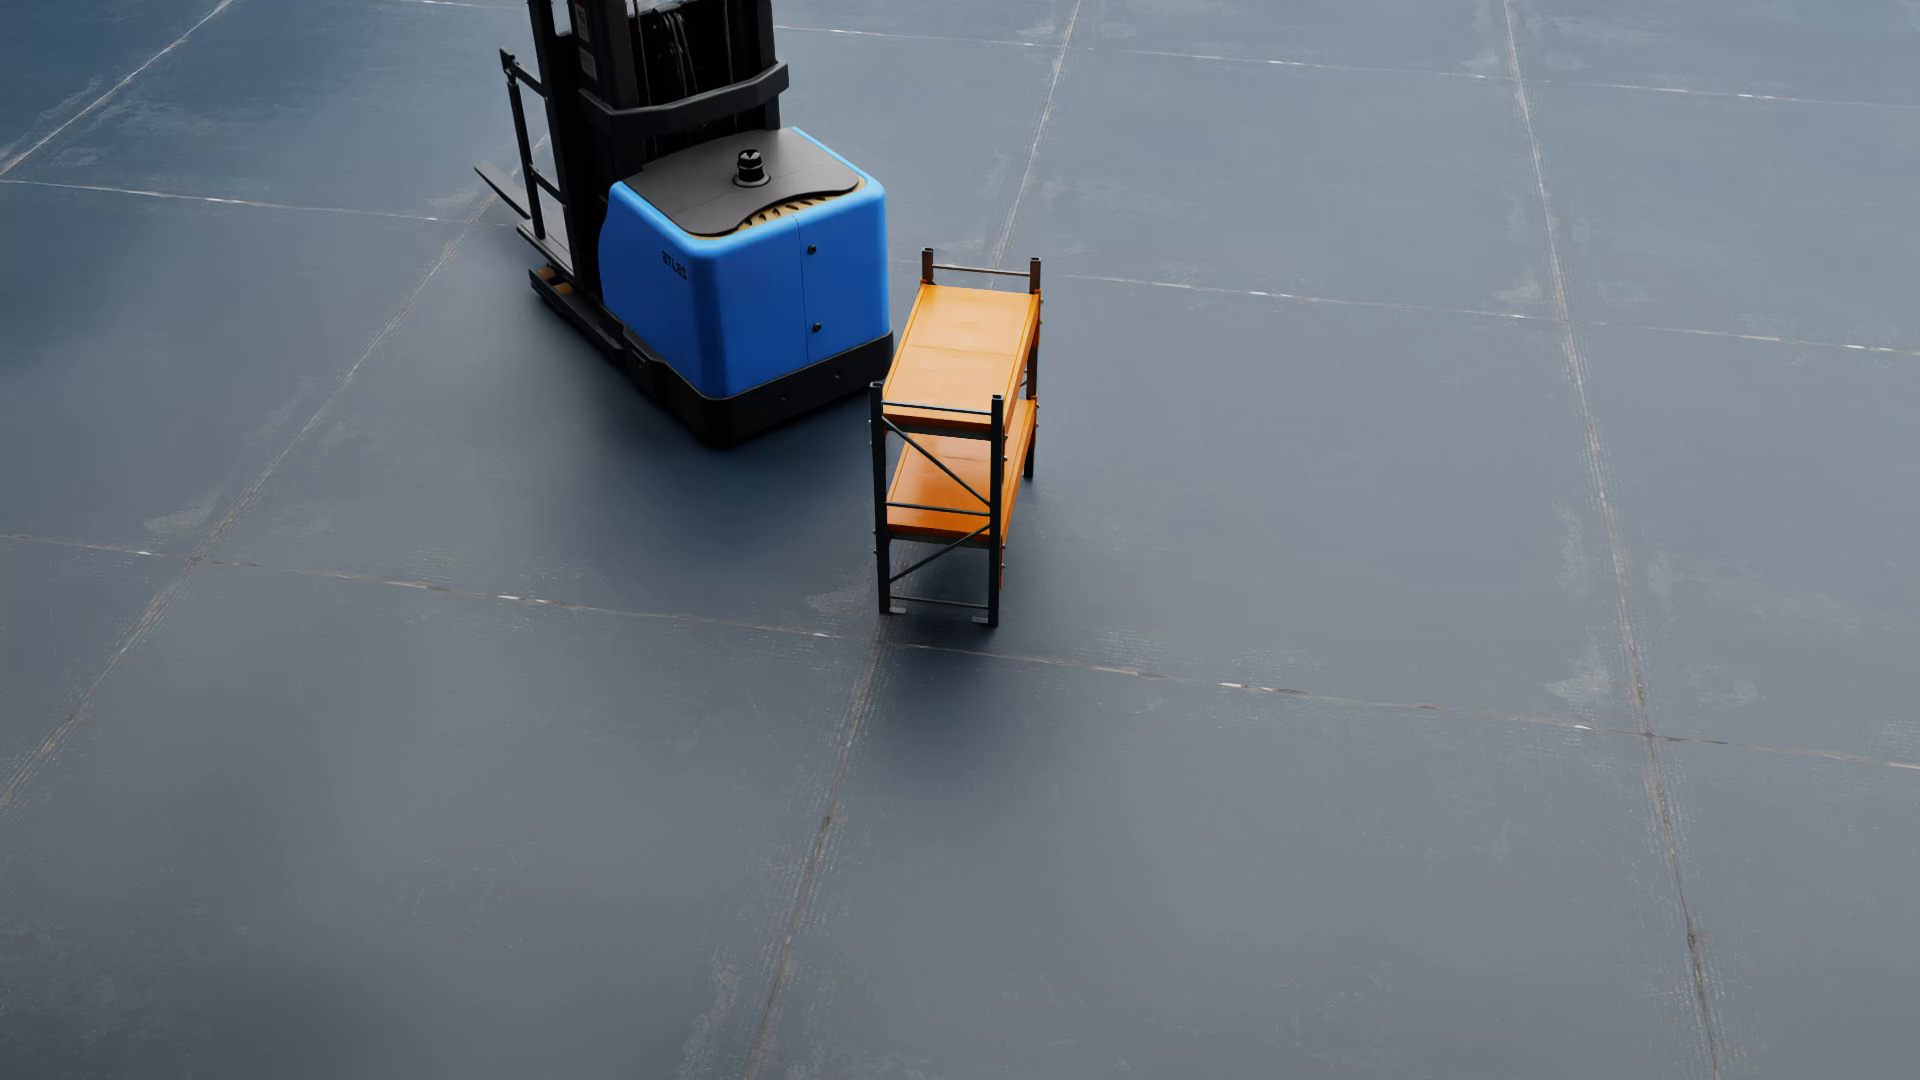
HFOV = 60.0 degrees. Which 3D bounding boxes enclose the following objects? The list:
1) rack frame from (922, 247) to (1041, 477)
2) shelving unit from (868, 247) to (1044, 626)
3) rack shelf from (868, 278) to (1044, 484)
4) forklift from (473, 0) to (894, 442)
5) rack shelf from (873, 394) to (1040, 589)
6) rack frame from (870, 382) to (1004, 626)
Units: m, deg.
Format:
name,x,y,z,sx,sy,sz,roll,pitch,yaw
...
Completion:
name,x,y,z,sx,sy,sz,roll,pitch,yaw
rack frame,0.089,-0.757,7.283,0.500,1.125,0.032,6,40,8
shelving unit,0.001,-0.438,6.897,0.538,1.125,1.048,6,40,8
rack shelf,0.001,-0.663,6.710,0.538,0.278,1.000,6,40,8
forklift,-1.608,-2.470,7.937,1.130,2.935,3.031,-26,46,-28
rack shelf,0.001,-0.249,7.053,0.538,0.278,1.000,6,40,8
rack frame,-0.087,-0.119,6.511,0.500,1.125,0.032,6,40,8
